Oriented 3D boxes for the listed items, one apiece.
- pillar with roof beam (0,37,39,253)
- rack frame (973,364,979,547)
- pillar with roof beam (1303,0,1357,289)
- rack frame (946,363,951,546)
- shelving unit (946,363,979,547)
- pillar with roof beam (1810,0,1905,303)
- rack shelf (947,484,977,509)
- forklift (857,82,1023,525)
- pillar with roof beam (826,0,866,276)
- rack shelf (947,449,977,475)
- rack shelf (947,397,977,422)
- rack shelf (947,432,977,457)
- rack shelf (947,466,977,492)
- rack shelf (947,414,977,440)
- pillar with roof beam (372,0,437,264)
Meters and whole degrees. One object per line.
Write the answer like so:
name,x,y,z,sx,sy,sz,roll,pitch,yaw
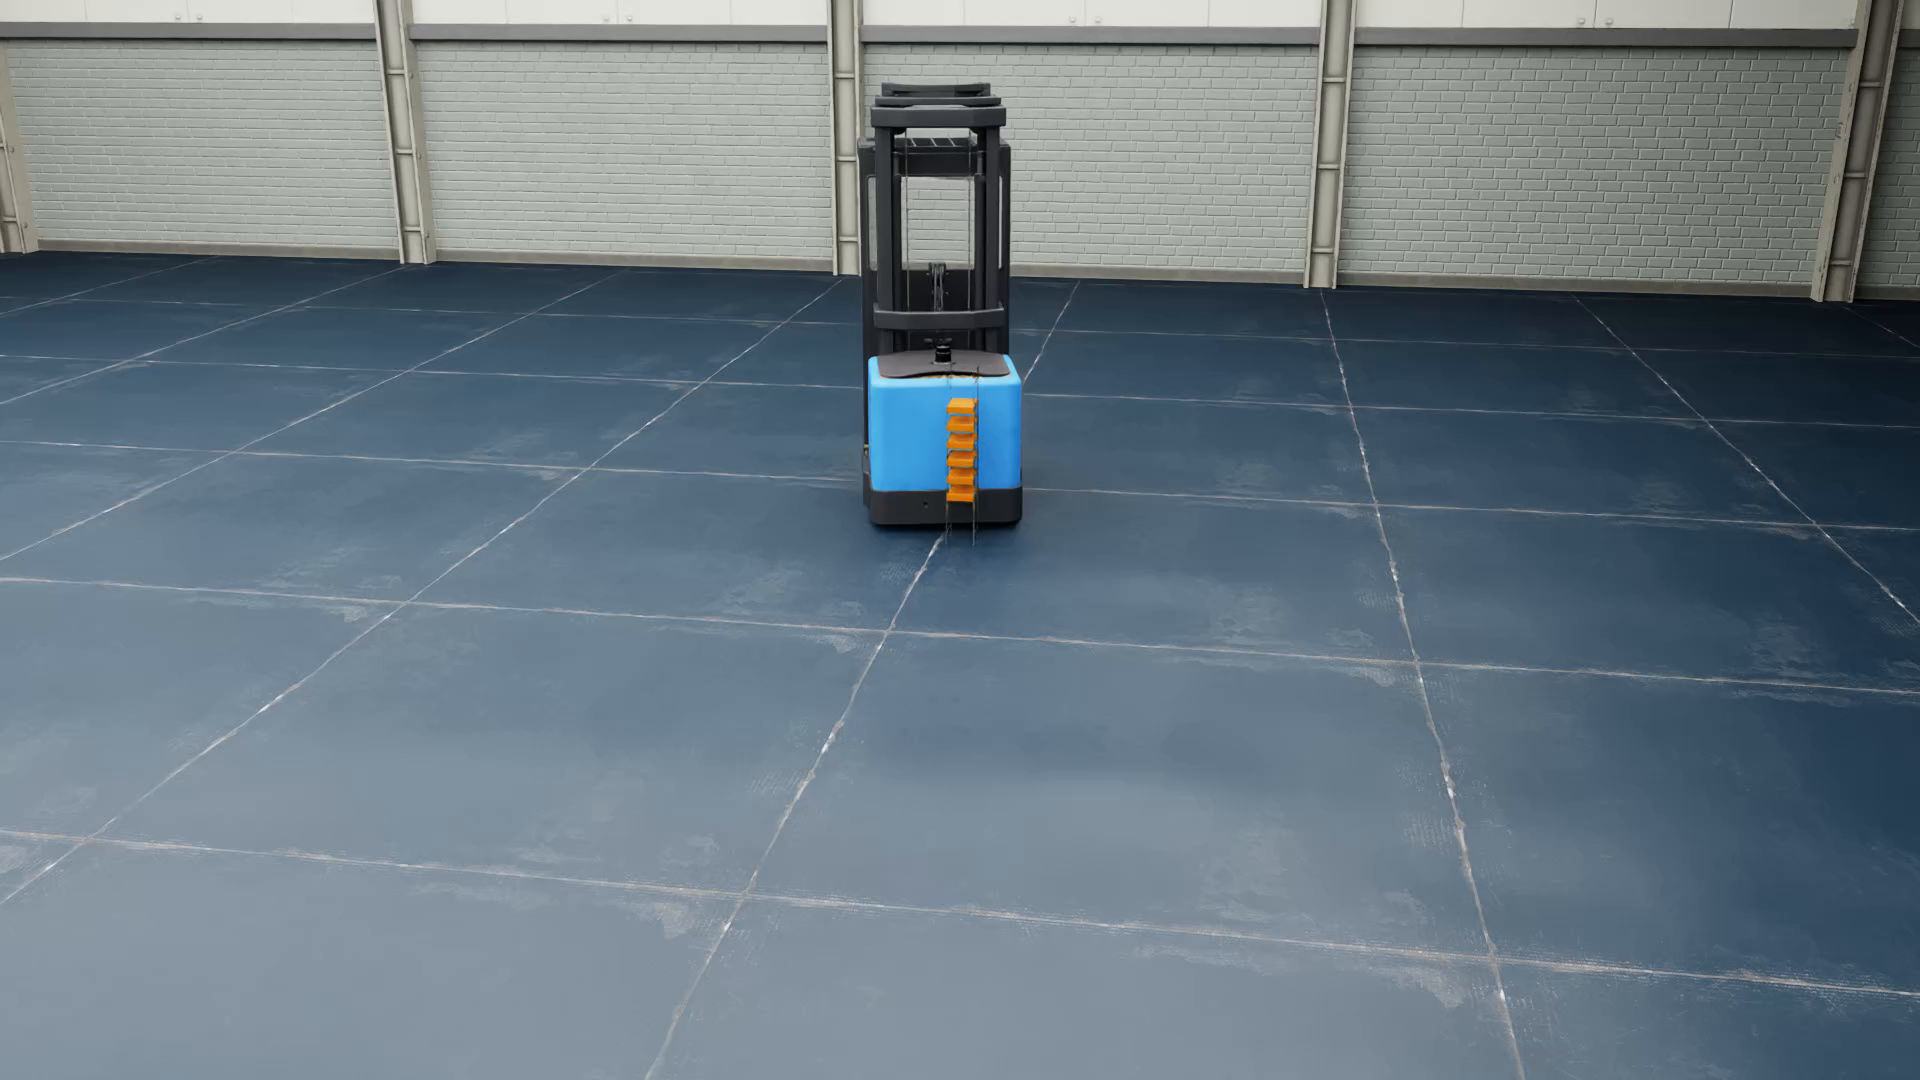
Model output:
pillar with roof beam,-13.959,-7.000,18.042,0.400,9.000,9.100,3,19,9
rack frame,0.107,-0.562,11.090,0.006,1.200,0.240,2,19,6
pillar with roof beam,3.814,-6.094,15.335,0.400,9.000,9.100,3,19,9
rack frame,-0.075,-0.569,11.110,0.006,1.200,0.240,2,19,6
shelving unit,0.016,-0.565,11.100,0.189,1.200,0.258,2,19,6
pillar with roof beam,9.738,-5.792,14.432,0.400,9.000,9.100,3,19,9
rack shelf,0.016,-0.296,11.190,0.180,0.103,0.258,2,19,6
forklift,-0.198,-1.914,12.405,1.130,2.935,3.031,-1,19,-4
pillar with roof beam,-2.110,-6.396,16.237,0.400,9.000,9.100,3,19,9
rack shelf,0.016,-0.523,11.114,0.180,0.103,0.258,2,19,6
rack shelf,0.016,-0.864,10.999,0.180,0.103,0.258,2,19,6
rack shelf,0.016,-0.637,11.076,0.180,0.103,0.258,2,19,6
rack shelf,0.016,-0.409,11.152,0.180,0.103,0.258,2,19,6
rack shelf,0.016,-0.751,11.037,0.180,0.103,0.258,2,19,6
pillar with roof beam,-8.034,-6.698,17.140,0.400,9.000,9.100,3,19,9
